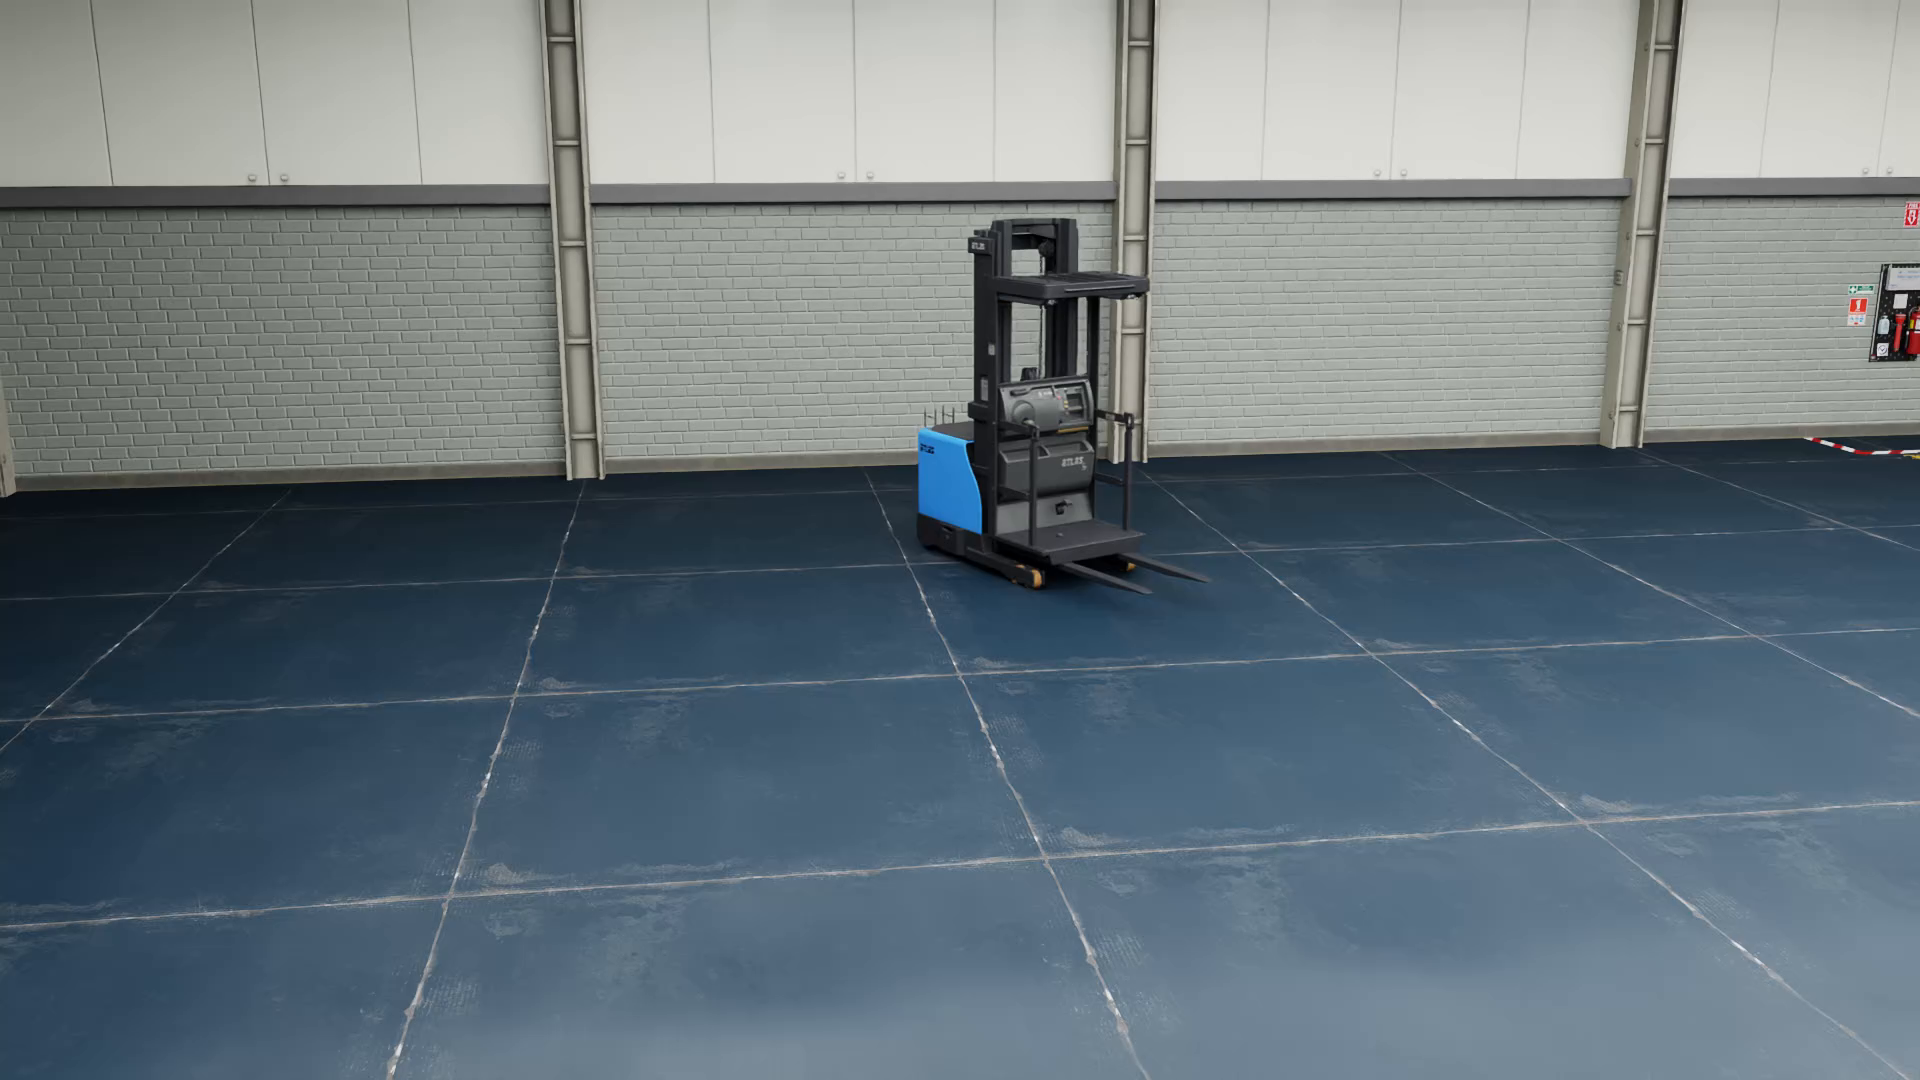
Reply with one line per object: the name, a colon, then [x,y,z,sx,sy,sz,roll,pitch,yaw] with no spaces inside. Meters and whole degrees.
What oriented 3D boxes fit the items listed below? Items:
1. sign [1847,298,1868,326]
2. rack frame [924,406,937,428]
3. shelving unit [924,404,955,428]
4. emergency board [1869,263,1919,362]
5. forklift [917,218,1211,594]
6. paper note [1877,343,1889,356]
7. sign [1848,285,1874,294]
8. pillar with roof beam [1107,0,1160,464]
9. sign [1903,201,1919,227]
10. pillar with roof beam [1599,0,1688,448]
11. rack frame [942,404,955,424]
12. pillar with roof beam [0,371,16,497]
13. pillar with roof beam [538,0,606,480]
sign: [10.749,-2.734,19.911,0.234,0.329,0.001,-2,14,-8]
rack frame: [-0.267,-0.618,15.246,0.006,1.200,0.240,-8,16,-27]
shelving unit: [-0.186,-0.629,15.287,0.189,1.200,0.258,-8,16,-27]
emergency board: [11.311,-2.712,19.897,0.643,1.169,0.194,-2,14,-8]
forklift: [0.853,-1.147,13.799,1.130,2.935,3.031,-9,17,-33]
paper note: [11.125,-2.295,20.044,0.142,0.148,0.016,-2,14,-8]
sign: [10.754,-2.989,19.839,0.331,0.109,0.001,-2,14,-8]
pillar with roof beam: [2.535,-4.232,13.624,0.400,9.000,9.100,-2,14,-8]
sign: [11.288,-3.860,19.709,0.199,0.298,0.001,-2,14,-8]
pillar with roof beam: [8.468,-4.449,14.491,0.400,9.000,9.100,-2,14,-8]
rack frame: [-0.105,-0.640,15.329,0.006,1.200,0.240,-8,16,-27]
pillar with roof beam: [-9.331,-3.797,11.890,0.400,9.000,9.100,-2,14,-8]
pillar with roof beam: [-3.398,-4.014,12.757,0.400,9.000,9.100,-2,14,-8]
